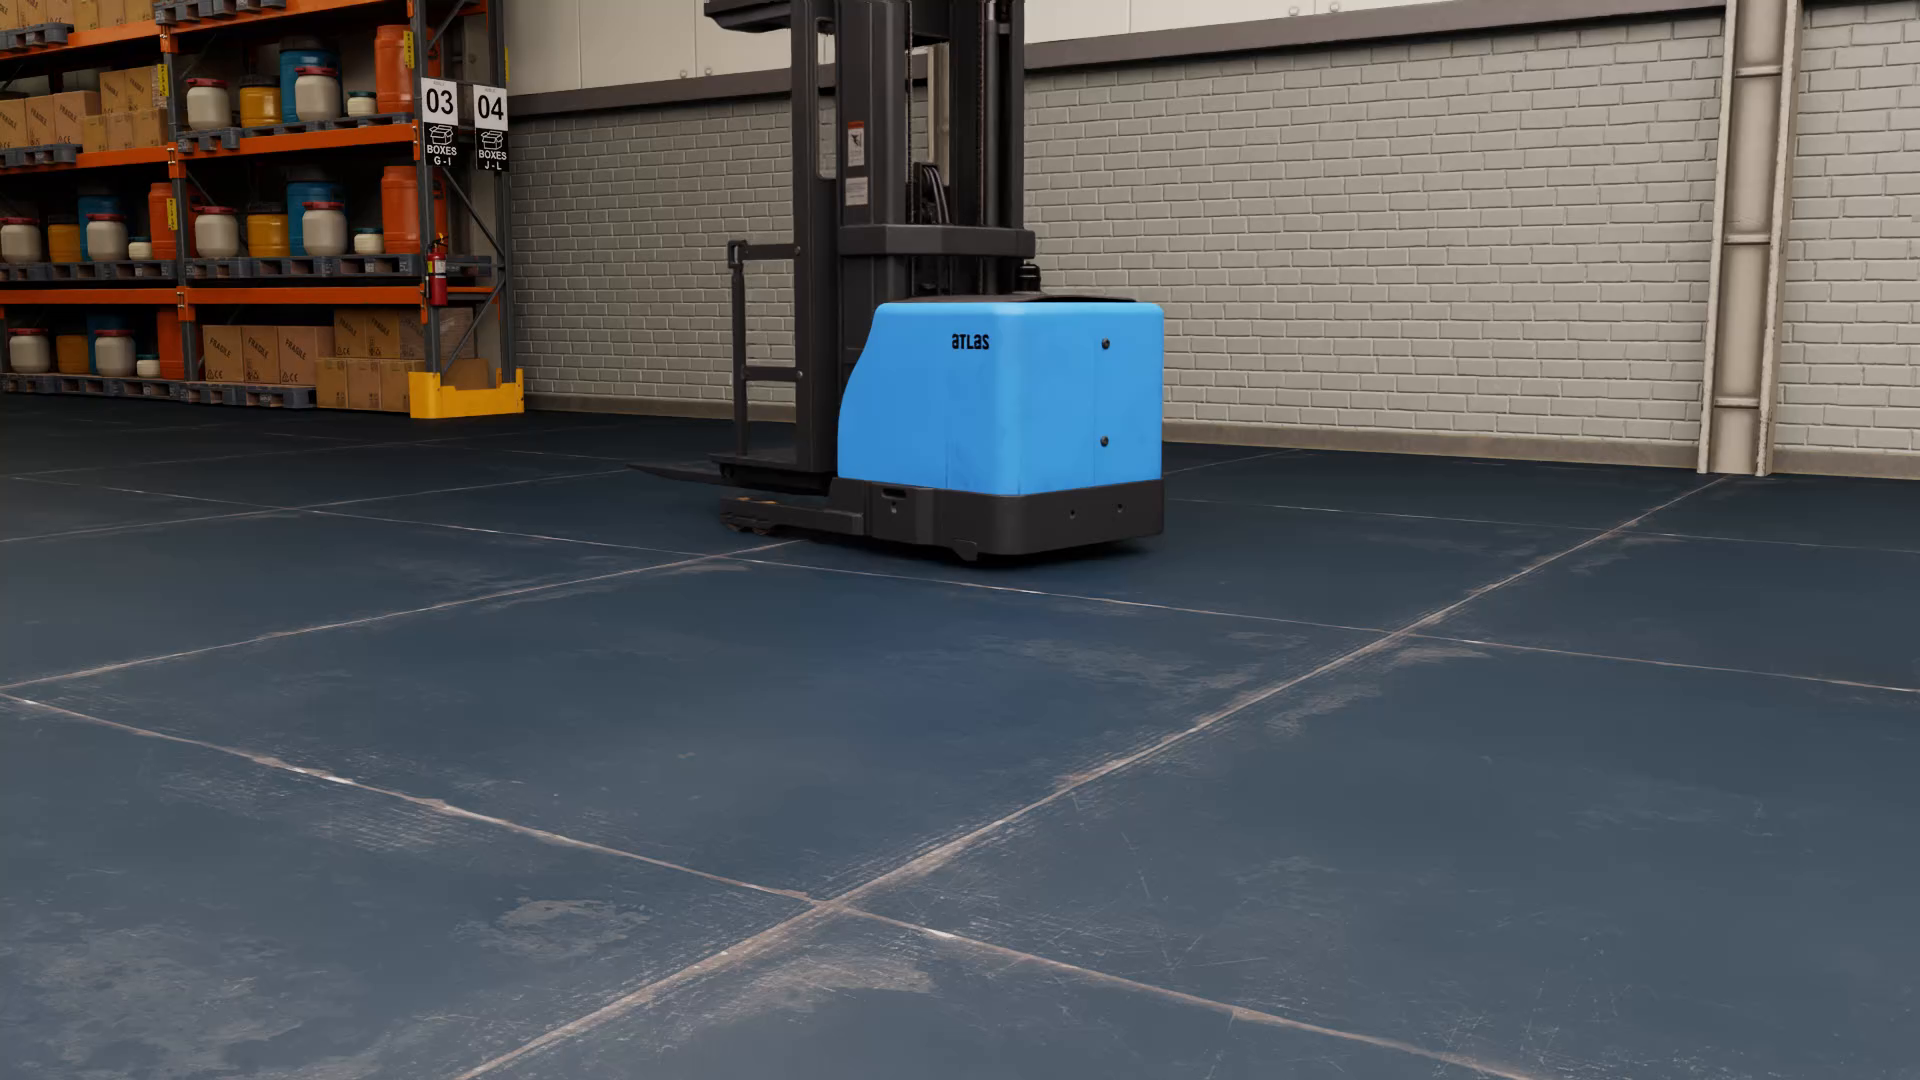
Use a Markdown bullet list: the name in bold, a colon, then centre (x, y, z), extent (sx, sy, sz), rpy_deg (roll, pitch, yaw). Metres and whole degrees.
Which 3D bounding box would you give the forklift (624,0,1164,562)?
- **forklift**: centre (-0.494, -1.516, 7.853), extent (1.130, 2.935, 3.031), rpy_deg (-8, 11, -44)
